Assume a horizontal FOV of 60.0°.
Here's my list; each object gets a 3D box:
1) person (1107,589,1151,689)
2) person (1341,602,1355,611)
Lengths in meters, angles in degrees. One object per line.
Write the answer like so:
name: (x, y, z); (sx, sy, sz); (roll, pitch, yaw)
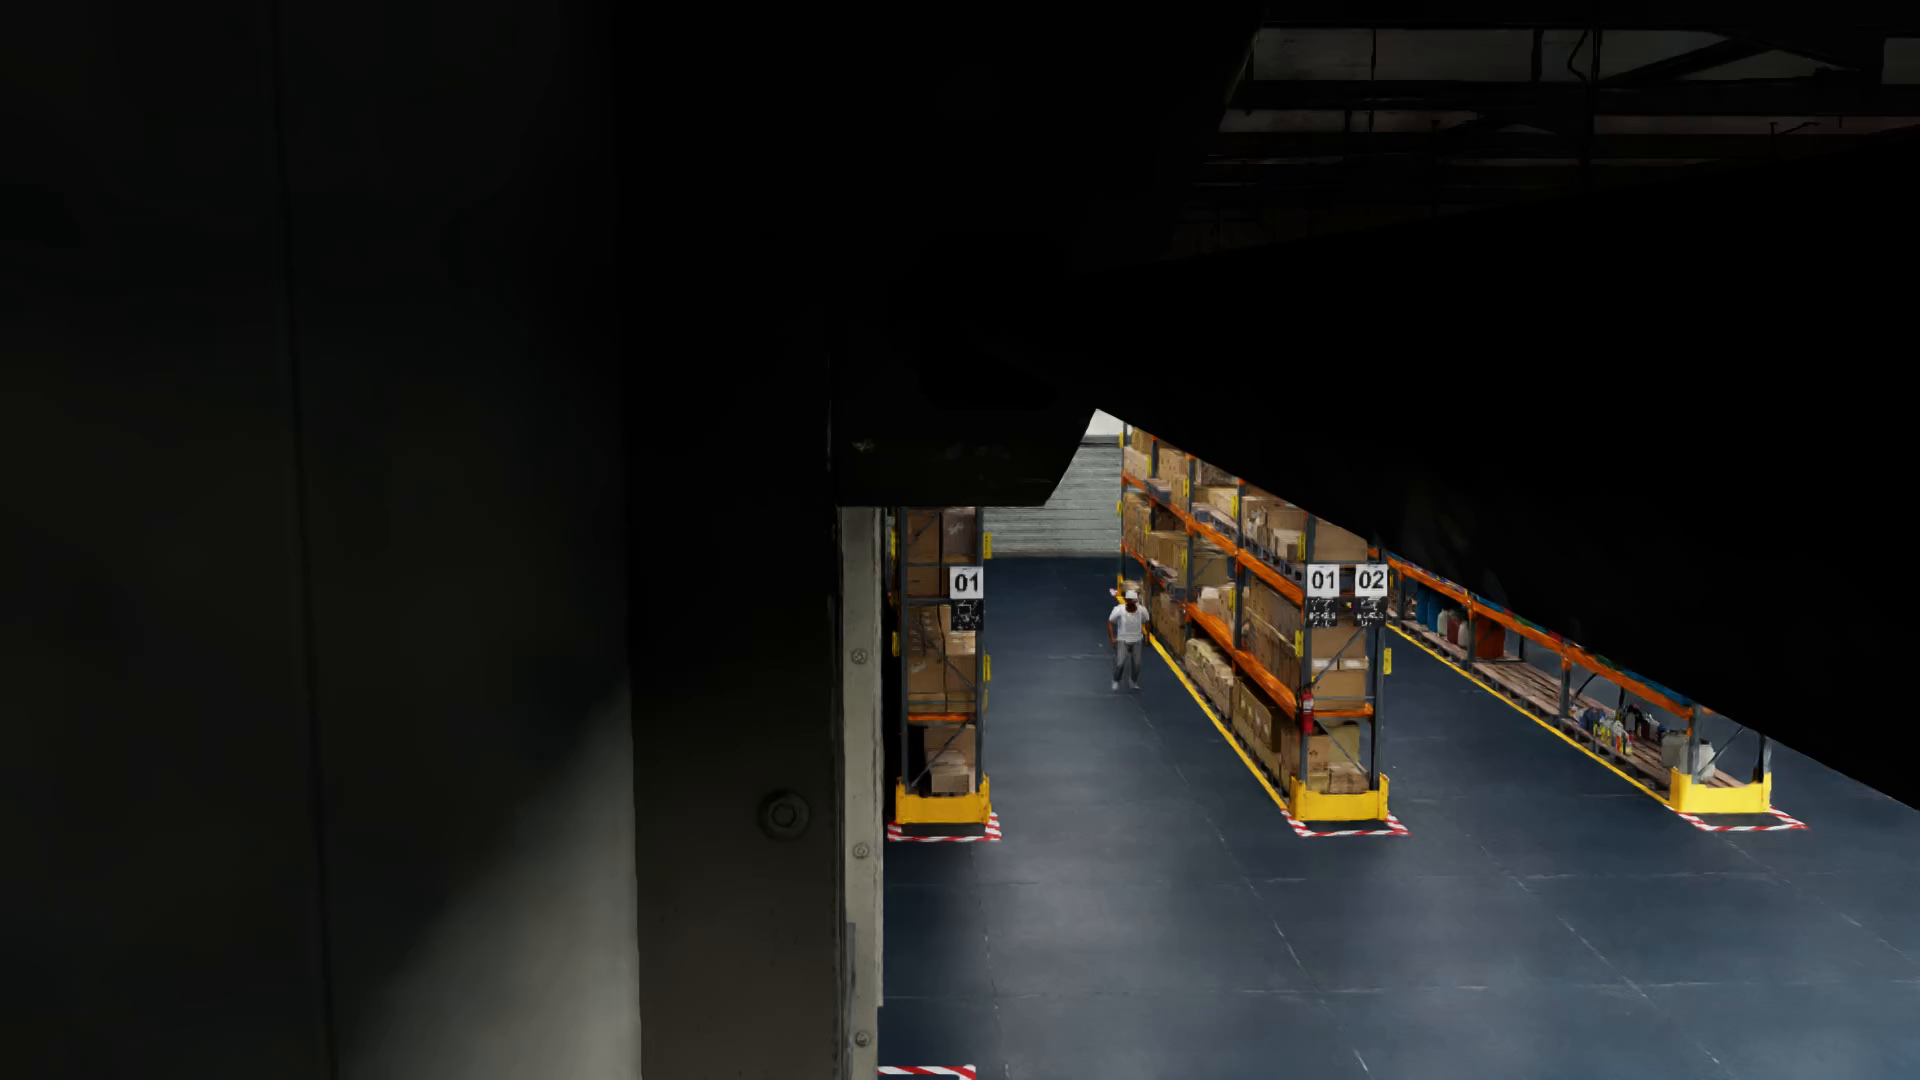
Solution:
person: (2.786, 1.645, 27.438); (0.708, 1.714, 0.578); (-1, 8, -4)
person: (6.454, 1.524, 28.244); (0.591, 1.716, 1.042); (0, 8, -3)
